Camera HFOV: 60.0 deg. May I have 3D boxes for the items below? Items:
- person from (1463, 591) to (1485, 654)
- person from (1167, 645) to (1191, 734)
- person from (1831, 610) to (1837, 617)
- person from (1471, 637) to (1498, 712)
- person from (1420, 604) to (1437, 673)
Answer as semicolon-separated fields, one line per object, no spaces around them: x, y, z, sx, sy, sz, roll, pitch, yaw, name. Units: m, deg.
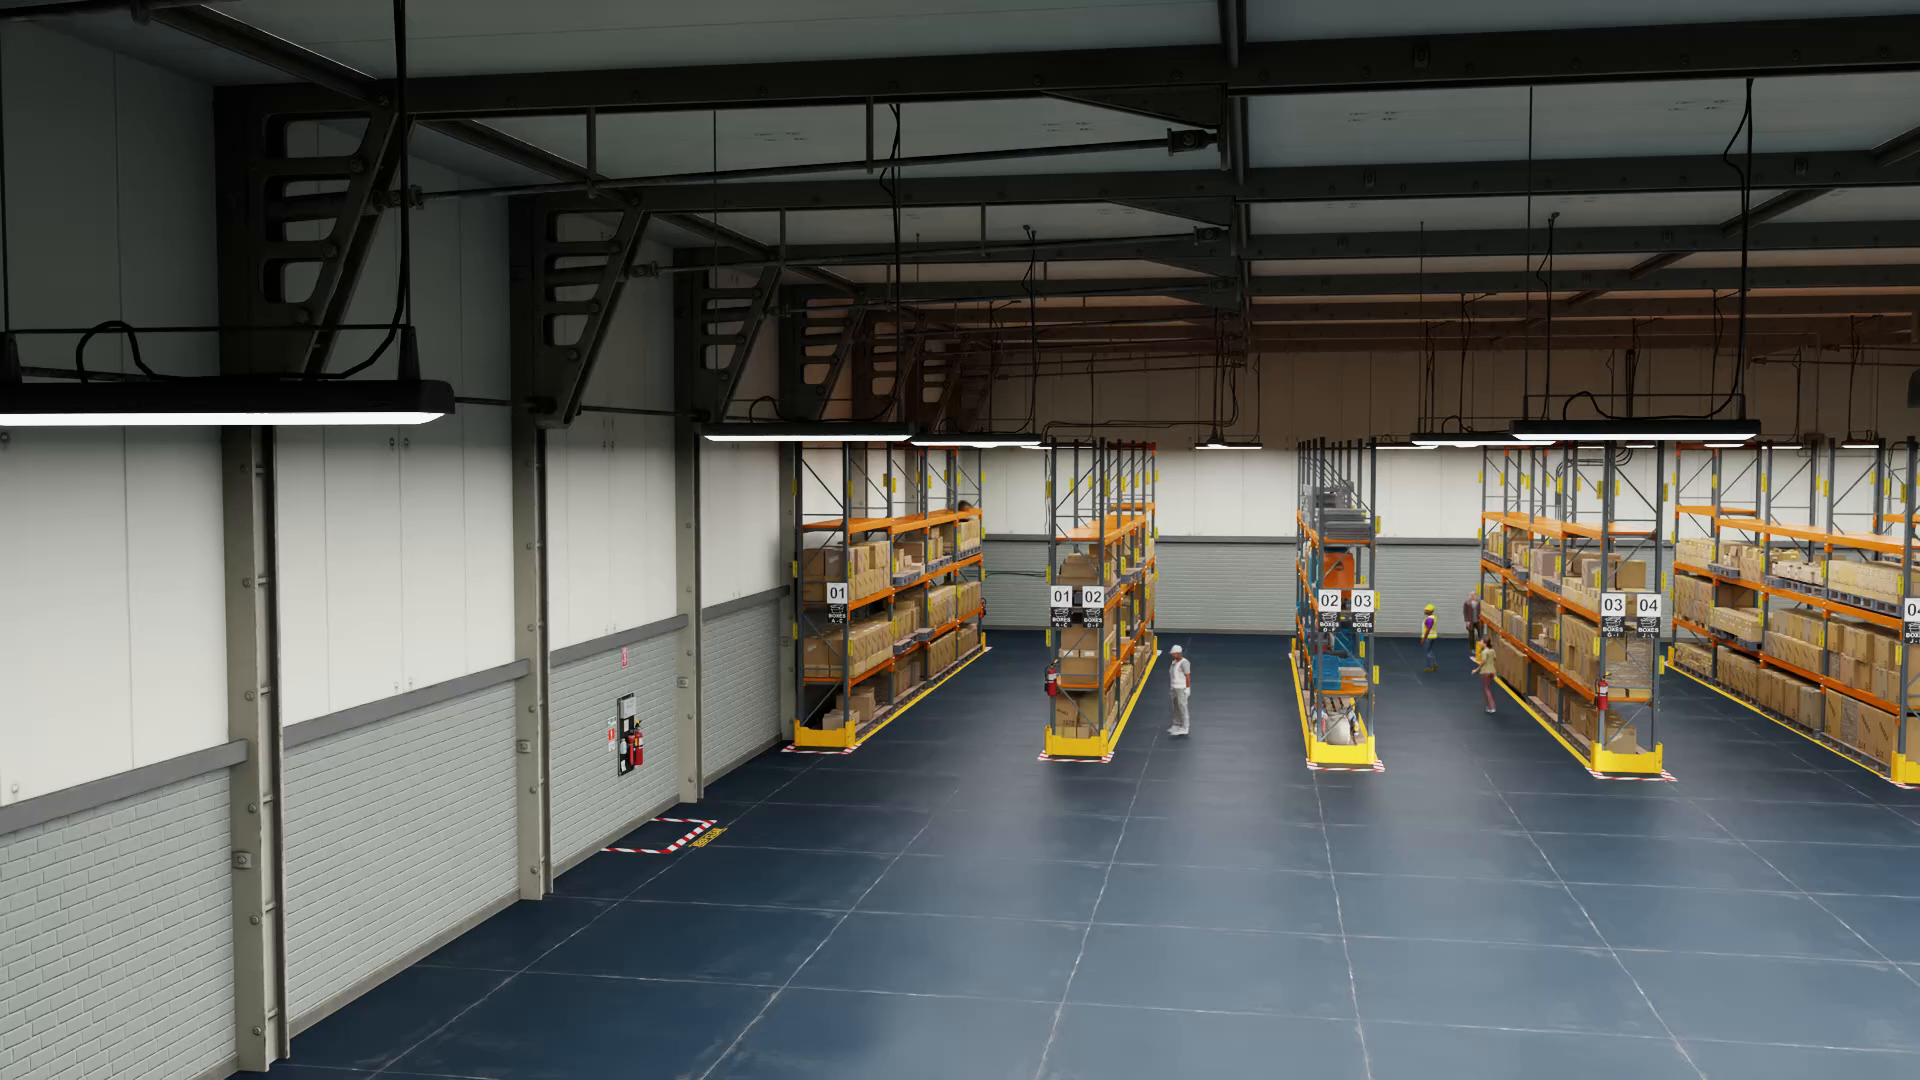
14.658;2.342;47.199;0.709;1.802;0.475;1;3;10;person
4.443;3.036;33.835;0.423;1.781;0.651;-1;3;-20;person
23.667;2.531;45.144;0.608;1.577;0.433;0;3;6;person
11.644;2.998;36.680;0.566;1.715;0.535;-1;3;-26;person
12.136;2.558;43.110;0.591;1.788;0.461;-3;4;-43;person
